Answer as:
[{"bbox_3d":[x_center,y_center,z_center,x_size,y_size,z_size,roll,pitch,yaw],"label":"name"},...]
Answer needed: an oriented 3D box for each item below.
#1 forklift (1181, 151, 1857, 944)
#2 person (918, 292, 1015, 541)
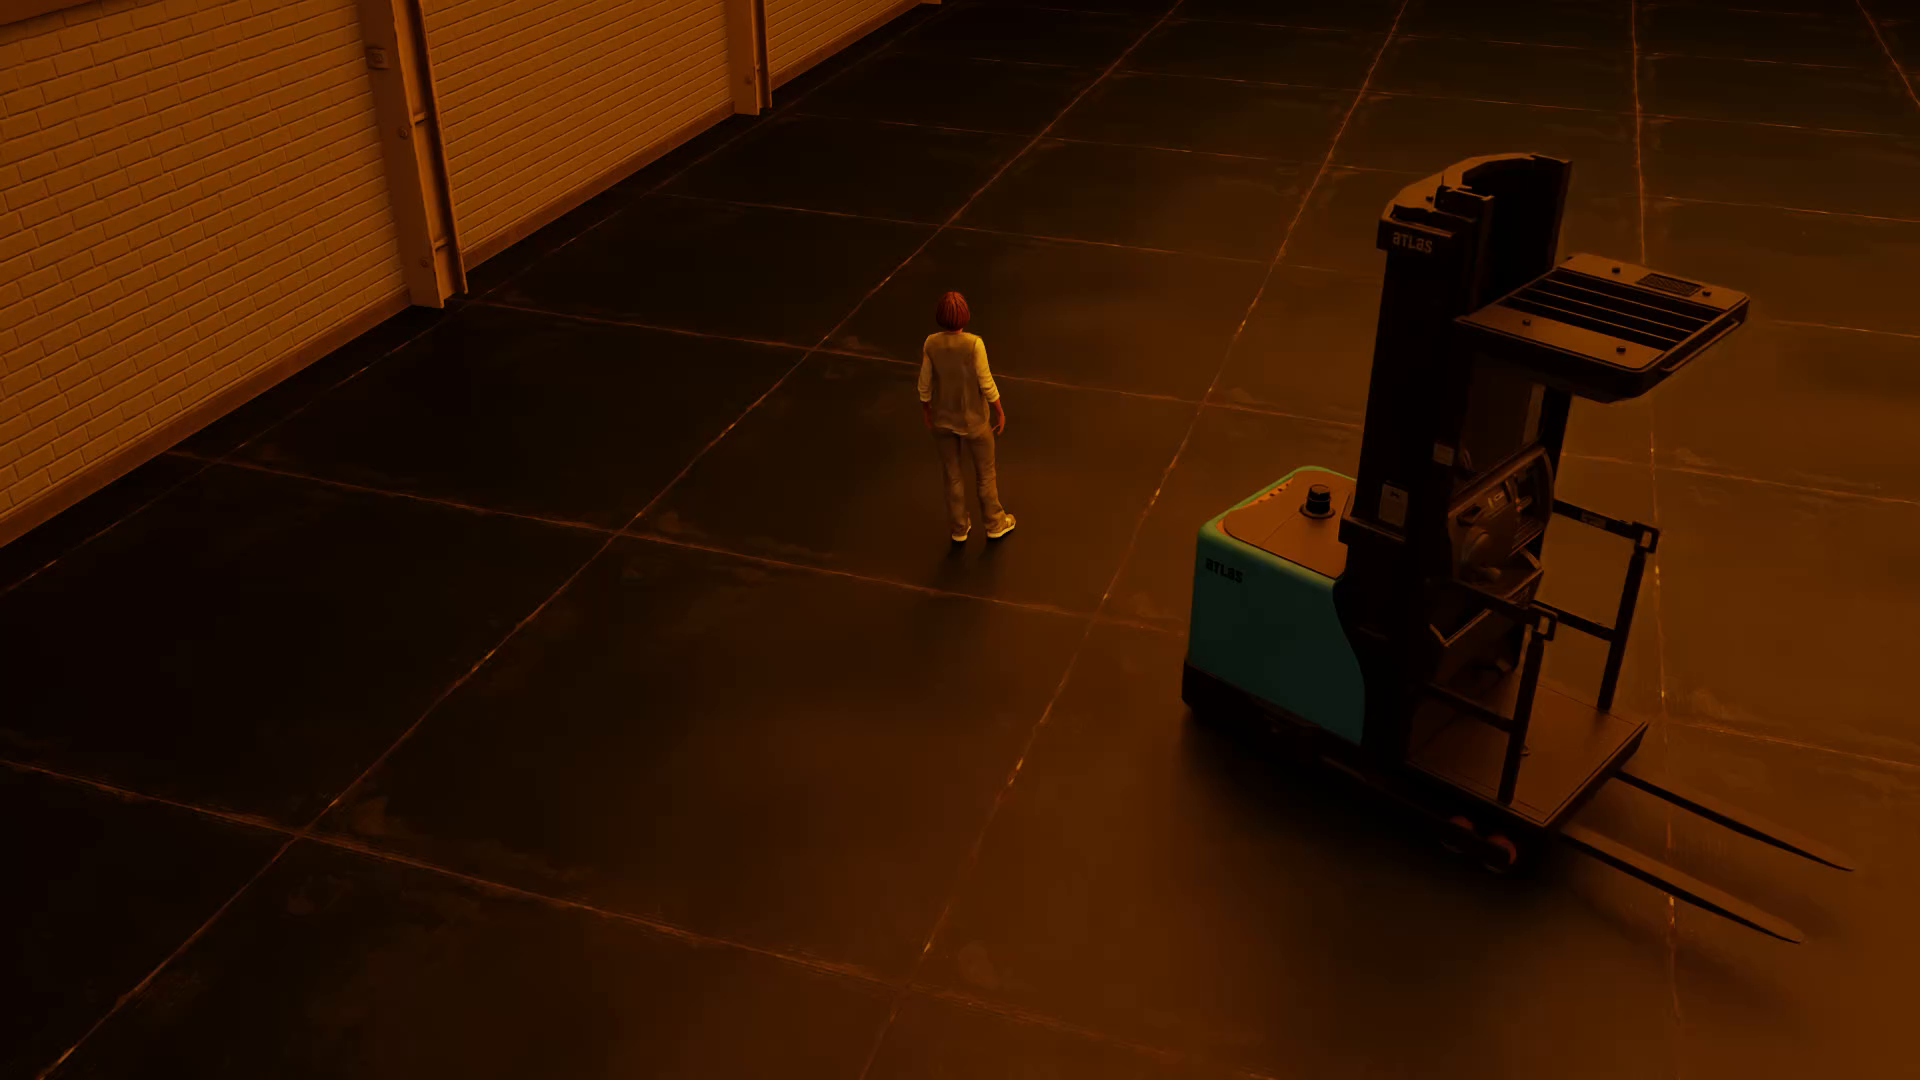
[{"bbox_3d":[2.552,-0.074,7.266,3.031,2.935,1.130,25,38,37],"label":"forklift"},{"bbox_3d":[0.037,-0.732,9.753,0.520,1.597,0.475,10,31,16],"label":"person"}]
